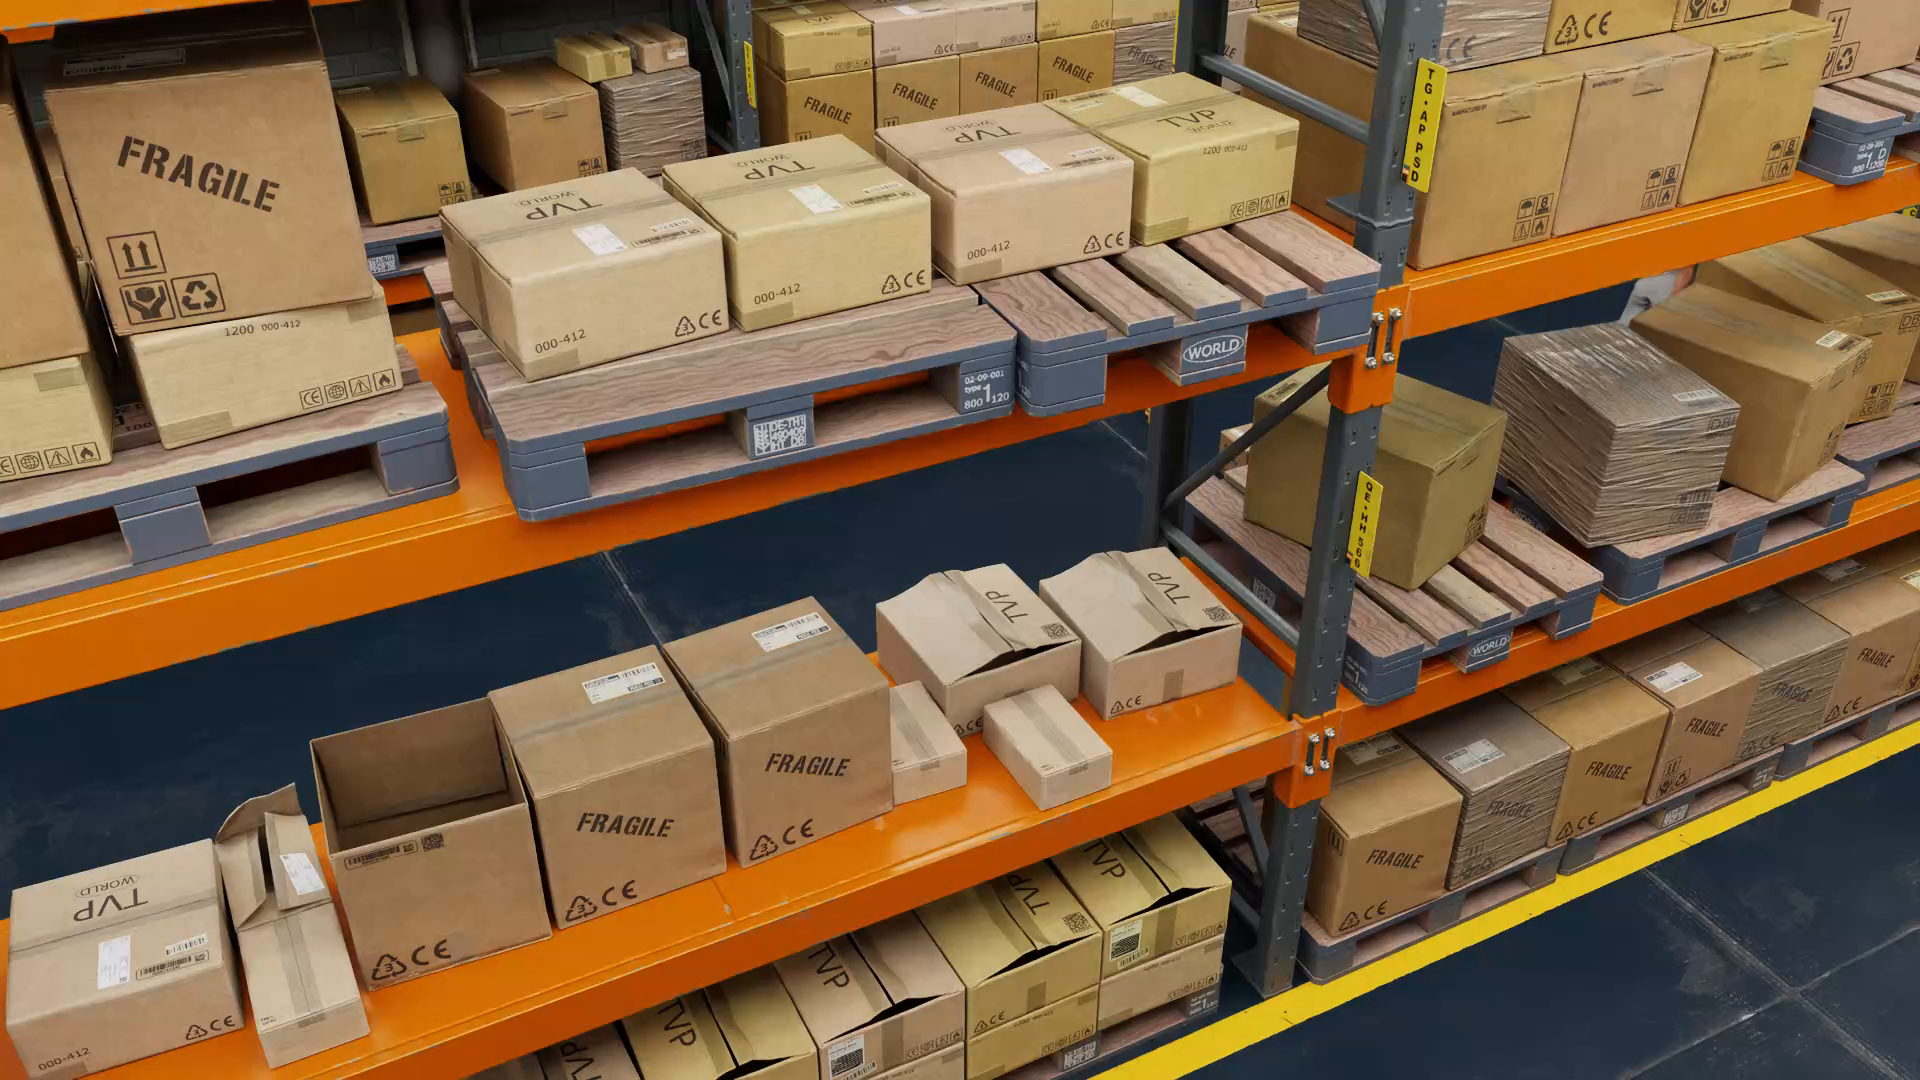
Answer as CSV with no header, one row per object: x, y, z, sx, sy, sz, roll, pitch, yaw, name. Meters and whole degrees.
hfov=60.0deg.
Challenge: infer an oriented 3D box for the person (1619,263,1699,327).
3.968,-1.365,9.222,1.052,1.601,0.467,-12,35,-18,person
